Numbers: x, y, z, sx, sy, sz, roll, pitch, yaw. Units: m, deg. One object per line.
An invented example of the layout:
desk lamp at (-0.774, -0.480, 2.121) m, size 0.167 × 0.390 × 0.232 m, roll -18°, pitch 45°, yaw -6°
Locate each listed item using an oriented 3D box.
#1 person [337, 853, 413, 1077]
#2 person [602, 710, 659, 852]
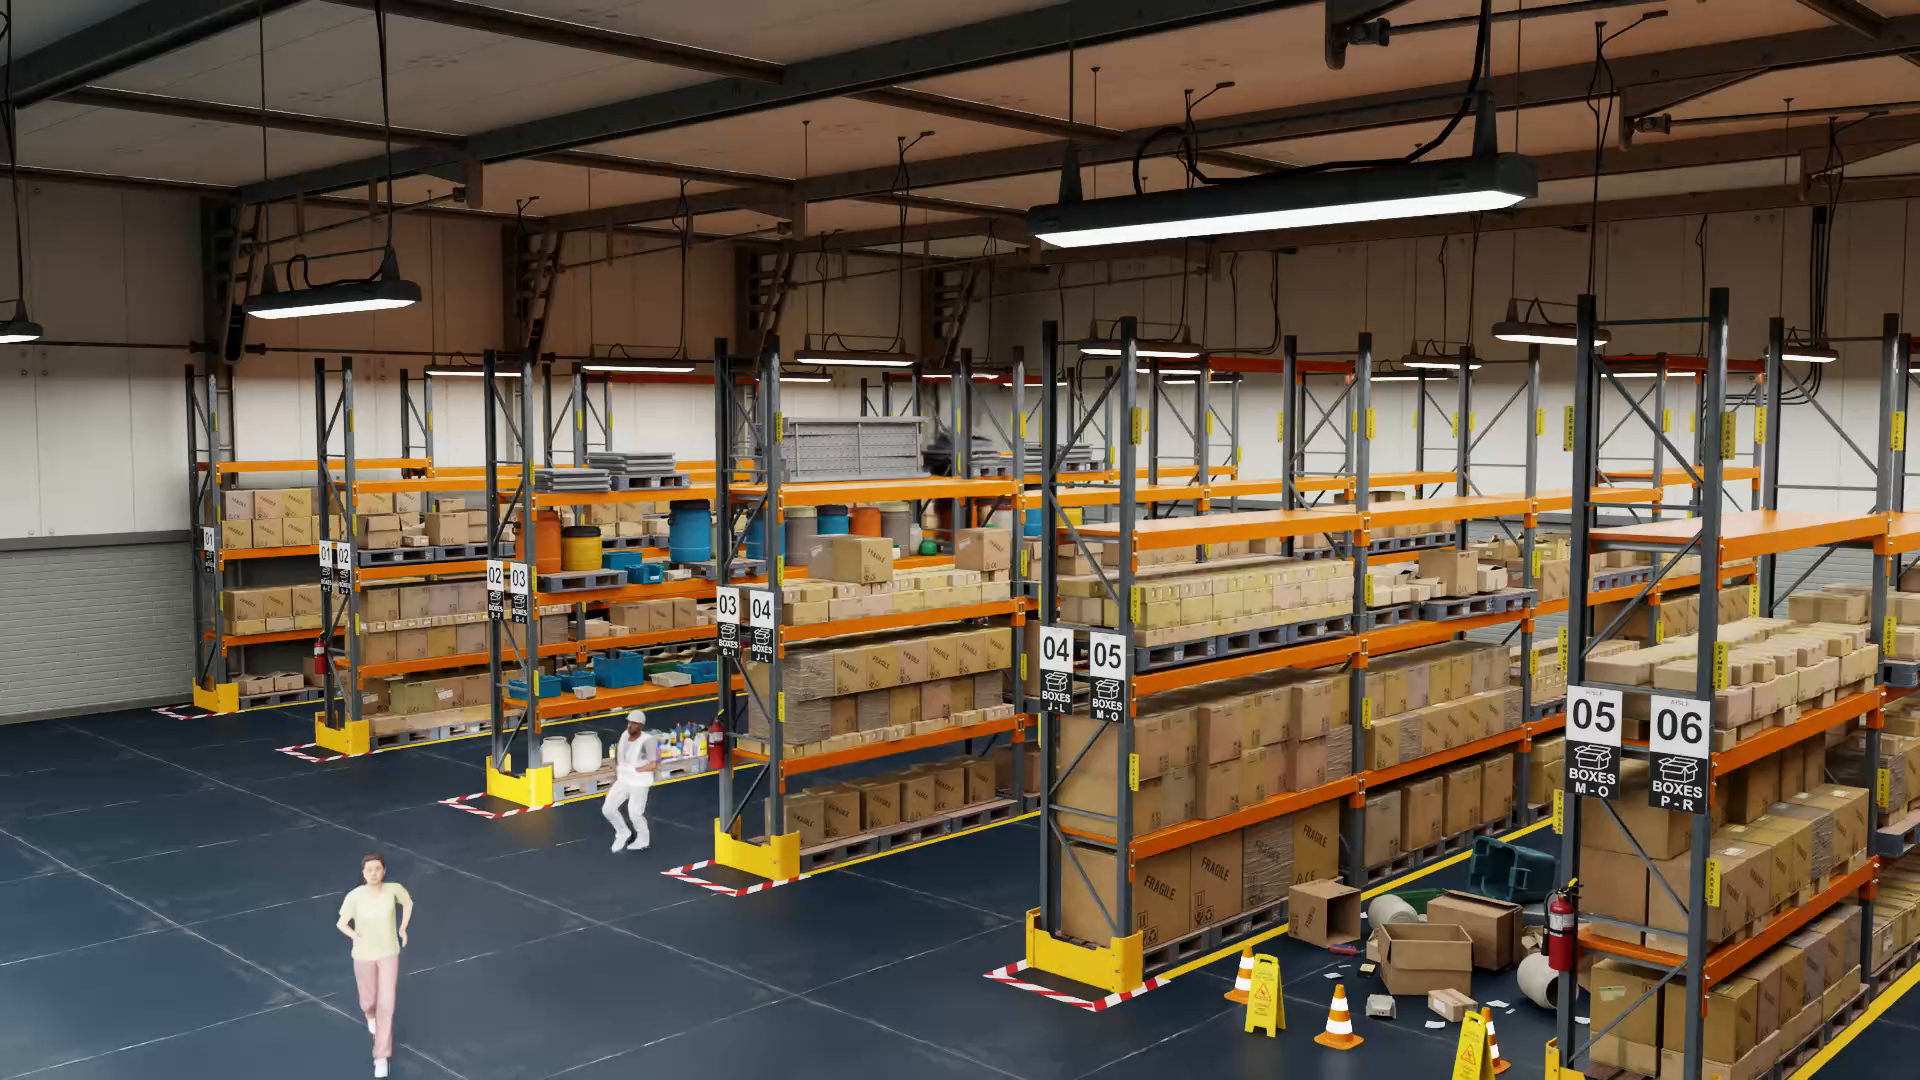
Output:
person at (-4.643, 3.313, 13.231) m, size 0.578 × 1.664 × 0.923 m, roll -2°, pitch 5°, yaw -20°
person at (-3.774, 2.815, 19.353) m, size 0.677 × 1.705 × 0.659 m, roll 3°, pitch 5°, yaw 33°
